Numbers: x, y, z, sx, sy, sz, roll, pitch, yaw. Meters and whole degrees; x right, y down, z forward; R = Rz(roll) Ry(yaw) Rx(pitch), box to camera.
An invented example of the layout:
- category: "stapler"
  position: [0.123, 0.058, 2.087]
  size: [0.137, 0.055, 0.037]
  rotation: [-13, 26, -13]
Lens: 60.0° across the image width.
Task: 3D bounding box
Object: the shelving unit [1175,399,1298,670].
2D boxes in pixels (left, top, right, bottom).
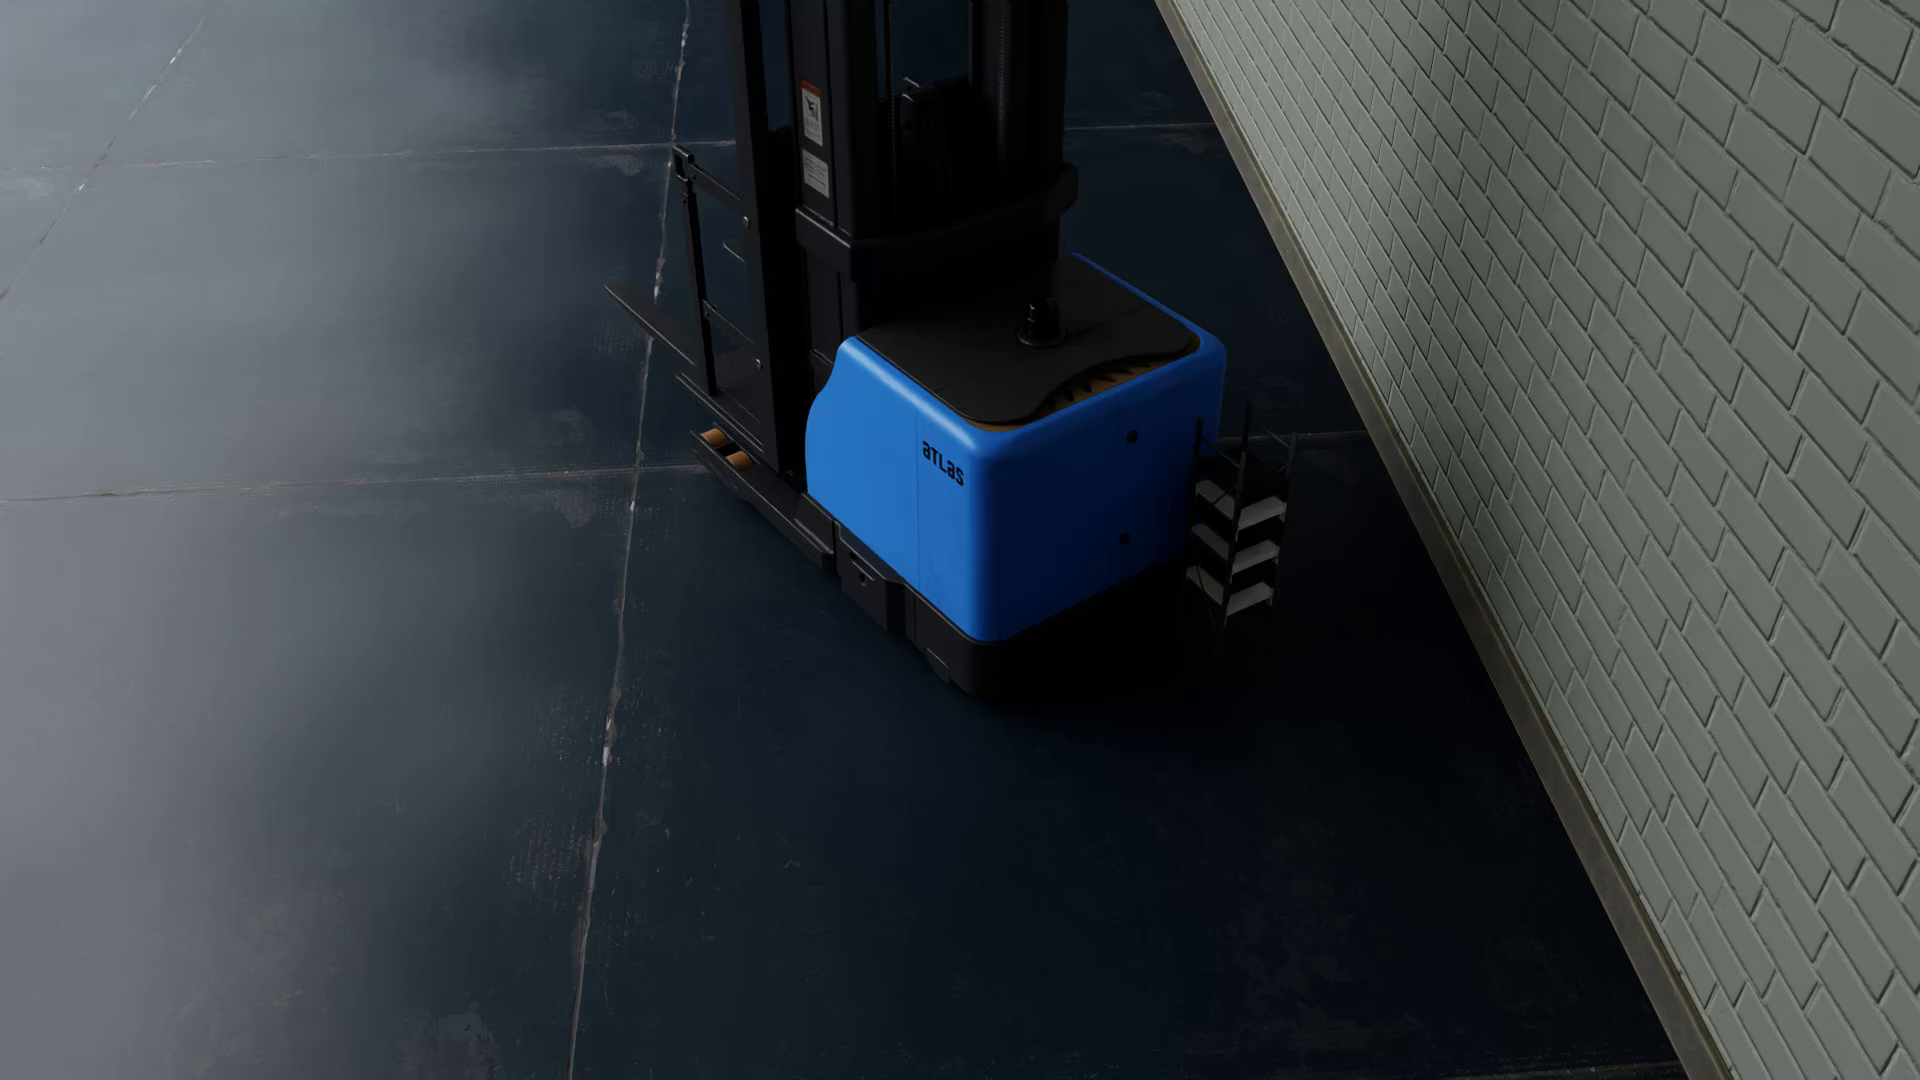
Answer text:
- category: "shelving unit"
  position: [0.908, -0.007, 5.533]
  size: [0.210, 0.900, 0.258]
  rotation: [-21, 43, -24]

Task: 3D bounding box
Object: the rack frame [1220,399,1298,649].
- category: "rack frame"
  position: [0.994, -0.040, 5.574]
  size: [0.006, 0.900, 0.240]
  rotation: [-21, 43, -24]

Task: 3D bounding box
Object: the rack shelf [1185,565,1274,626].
- category: "rack shelf"
  position: [0.908, 0.160, 5.665]
  size: [0.200, 0.077, 0.258]
  rotation: [-21, 43, -24]

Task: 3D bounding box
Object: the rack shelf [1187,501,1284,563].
- category: "rack shelf"
  position: [0.908, -0.052, 5.497]
  size: [0.200, 0.077, 0.258]
  rotation: [-21, 43, -24]

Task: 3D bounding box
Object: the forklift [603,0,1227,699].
- category: "forklift"
  position: [-0.406, -1.489, 5.771]
  size: [1.130, 2.935, 3.031]
  rotation: [-25, 45, -28]

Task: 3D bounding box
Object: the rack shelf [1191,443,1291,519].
- category: "rack shelf"
  position: [0.908, -0.193, 5.386]
  size: [0.200, 0.077, 0.258]
  rotation: [-21, 43, -24]

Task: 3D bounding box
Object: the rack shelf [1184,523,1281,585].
- category: "rack shelf"
  position: [0.908, 0.019, 5.553]
  size: [0.200, 0.077, 0.258]
  rotation: [-21, 43, -24]

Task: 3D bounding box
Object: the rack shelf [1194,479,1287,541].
- category: "rack shelf"
  position: [0.908, -0.122, 5.442]
  size: [0.200, 0.077, 0.258]
  rotation: [-21, 43, -24]

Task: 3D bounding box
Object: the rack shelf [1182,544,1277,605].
- category: "rack shelf"
  position: [0.908, 0.089, 5.609]
  size: [0.200, 0.077, 0.258]
  rotation: [-21, 43, -24]

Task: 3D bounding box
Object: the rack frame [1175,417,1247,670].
- category: "rack frame"
  position: [0.821, 0.026, 5.491]
  size: [0.006, 0.900, 0.240]
  rotation: [-21, 43, -24]
